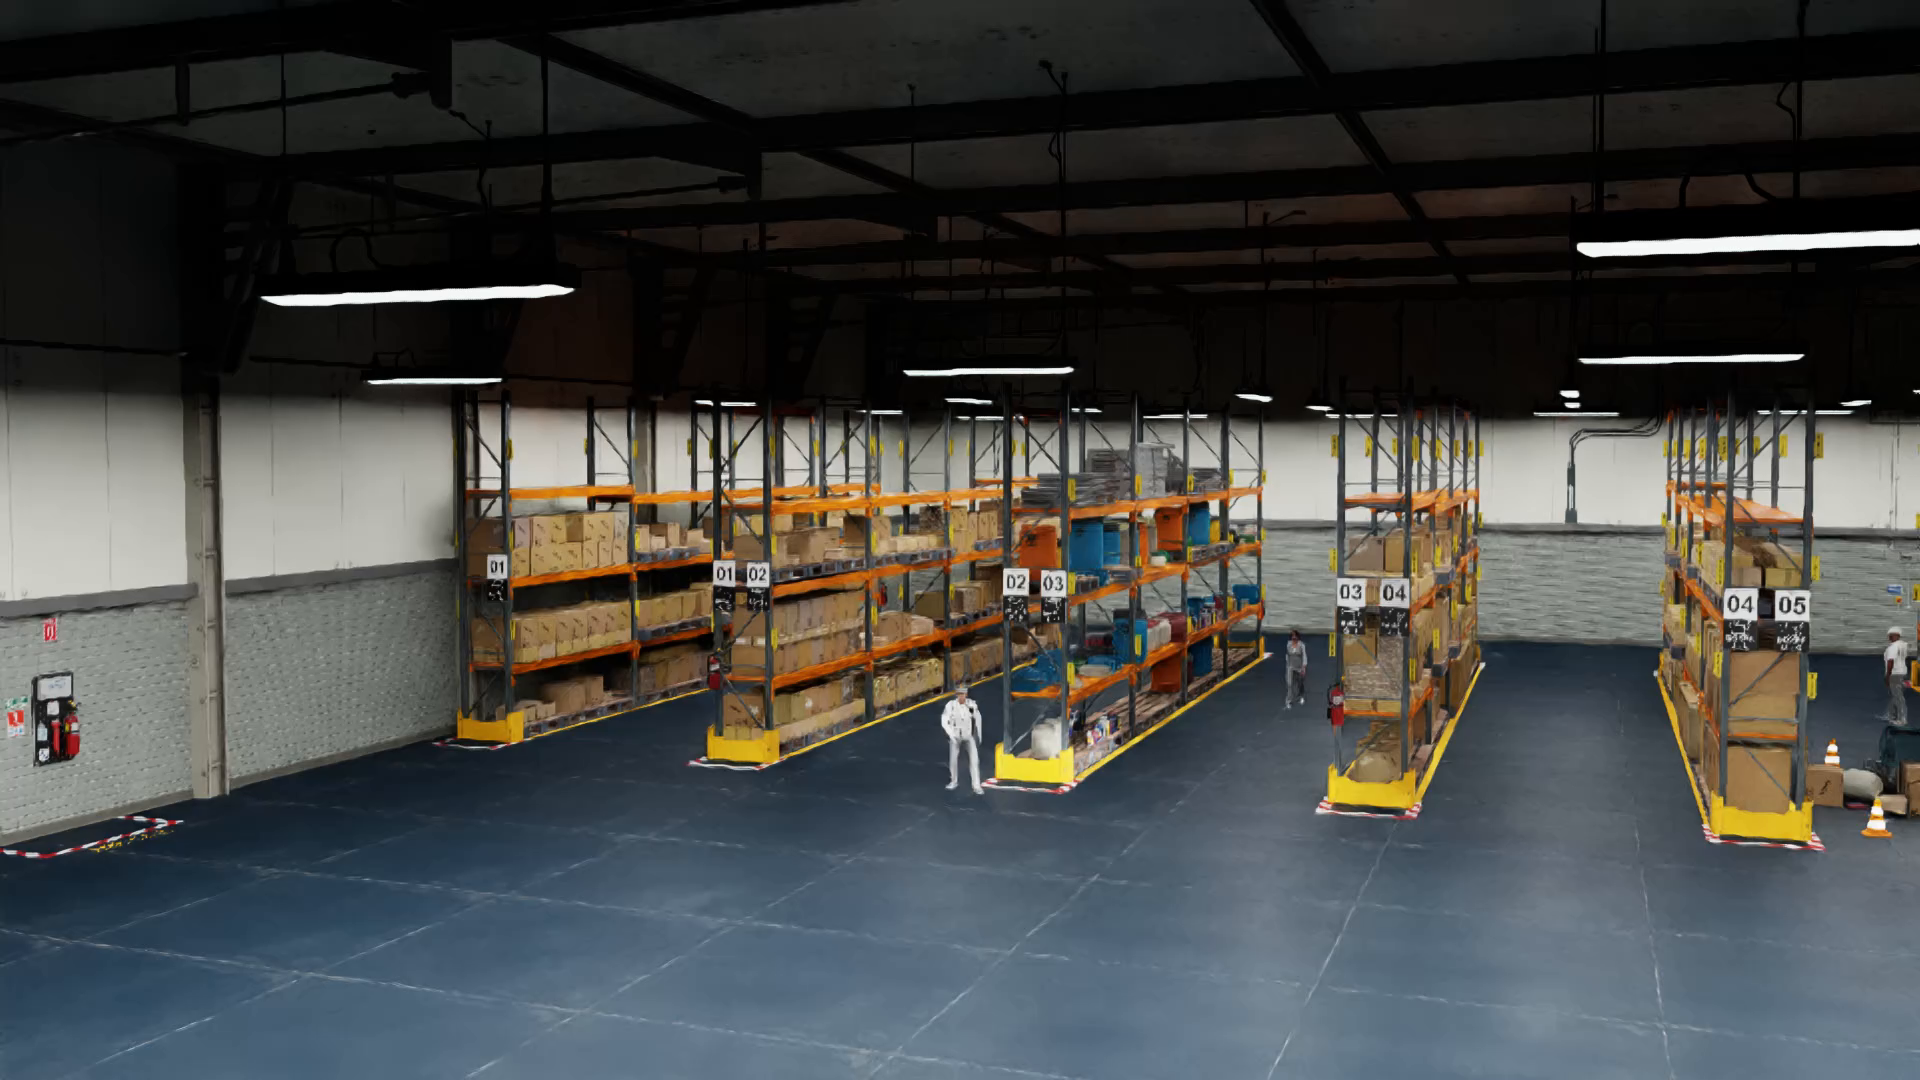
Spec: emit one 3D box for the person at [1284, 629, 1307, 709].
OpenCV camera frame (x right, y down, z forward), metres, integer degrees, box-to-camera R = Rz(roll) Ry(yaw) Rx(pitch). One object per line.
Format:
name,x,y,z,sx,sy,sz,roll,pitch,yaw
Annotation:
person,6.483,2.468,32.038,0.416,1.525,1.034,1,3,19

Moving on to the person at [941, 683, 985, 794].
person,0.041,2.860,24.155,0.640,1.617,0.771,0,3,1

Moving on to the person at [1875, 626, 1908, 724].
person,16.975,2.439,30.258,0.591,1.763,0.685,3,4,42
